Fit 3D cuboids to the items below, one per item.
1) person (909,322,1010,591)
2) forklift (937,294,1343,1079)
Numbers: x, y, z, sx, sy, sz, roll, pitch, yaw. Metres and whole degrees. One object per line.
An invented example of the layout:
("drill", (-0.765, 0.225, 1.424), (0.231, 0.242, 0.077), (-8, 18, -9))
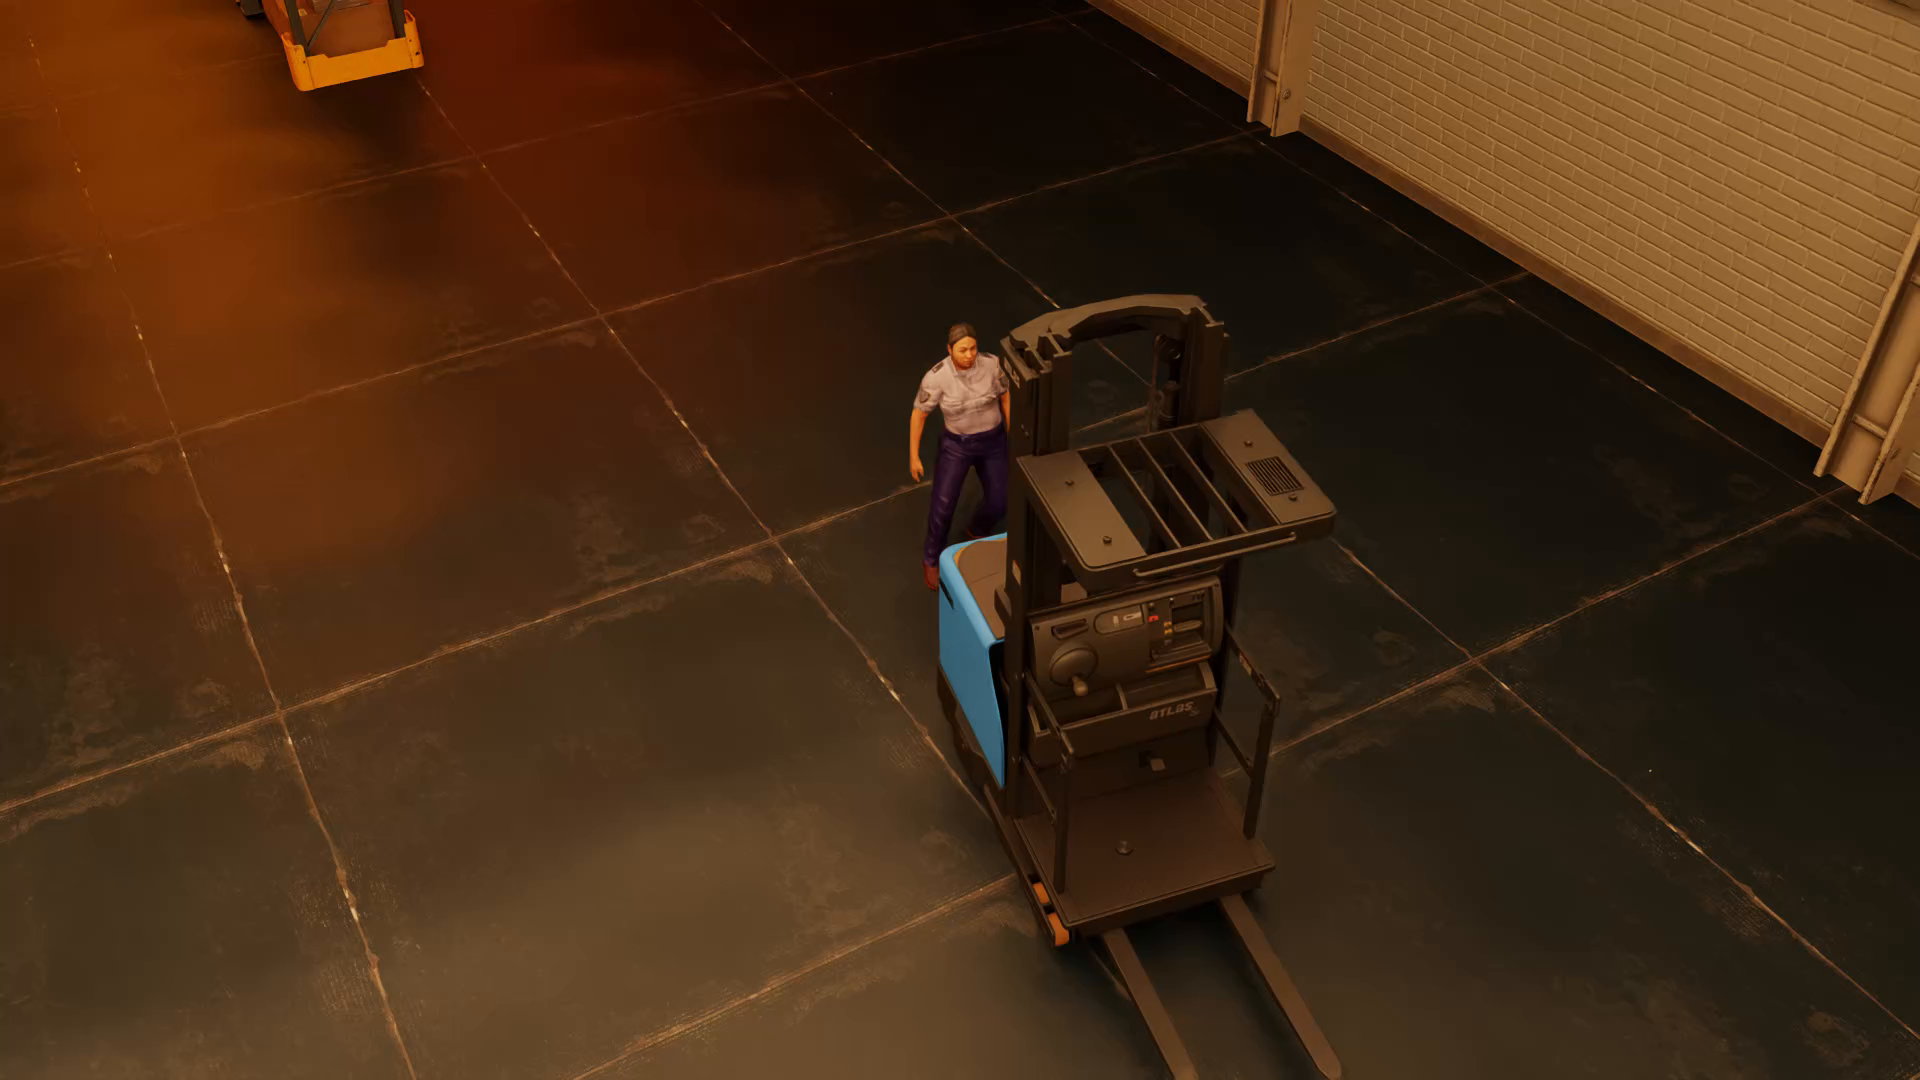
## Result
("person", (0.030, -0.492, 9.686), (0.662, 1.582, 0.540), (-9, 40, -10))
("forklift", (0.840, 0.522, 7.407), (1.130, 2.935, 3.031), (-13, 41, -15))
